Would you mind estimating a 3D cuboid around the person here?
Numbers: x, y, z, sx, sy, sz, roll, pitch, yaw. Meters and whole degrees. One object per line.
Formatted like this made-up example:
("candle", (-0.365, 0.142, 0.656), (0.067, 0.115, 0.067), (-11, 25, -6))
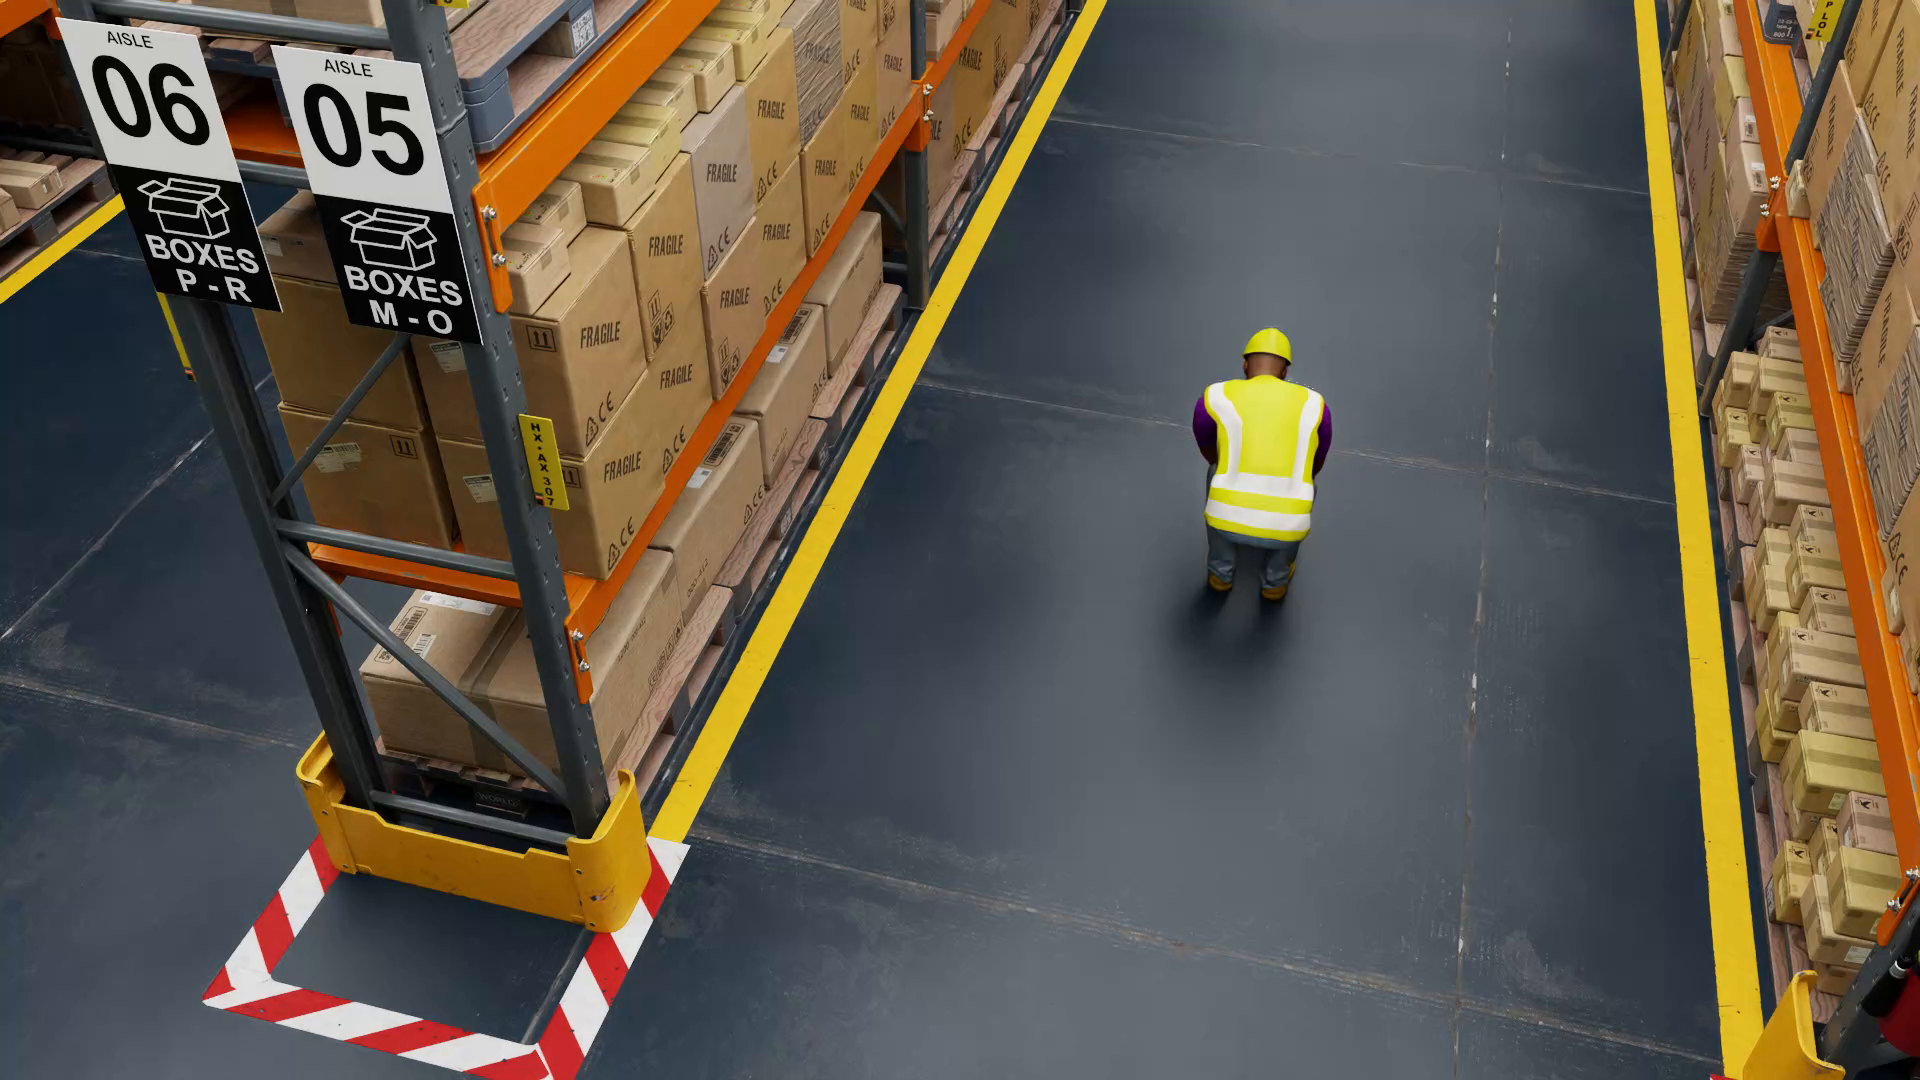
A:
("person", (1.250, -0.292, 7.049), (0.583, 1.026, 0.904), (10, 42, 11))
